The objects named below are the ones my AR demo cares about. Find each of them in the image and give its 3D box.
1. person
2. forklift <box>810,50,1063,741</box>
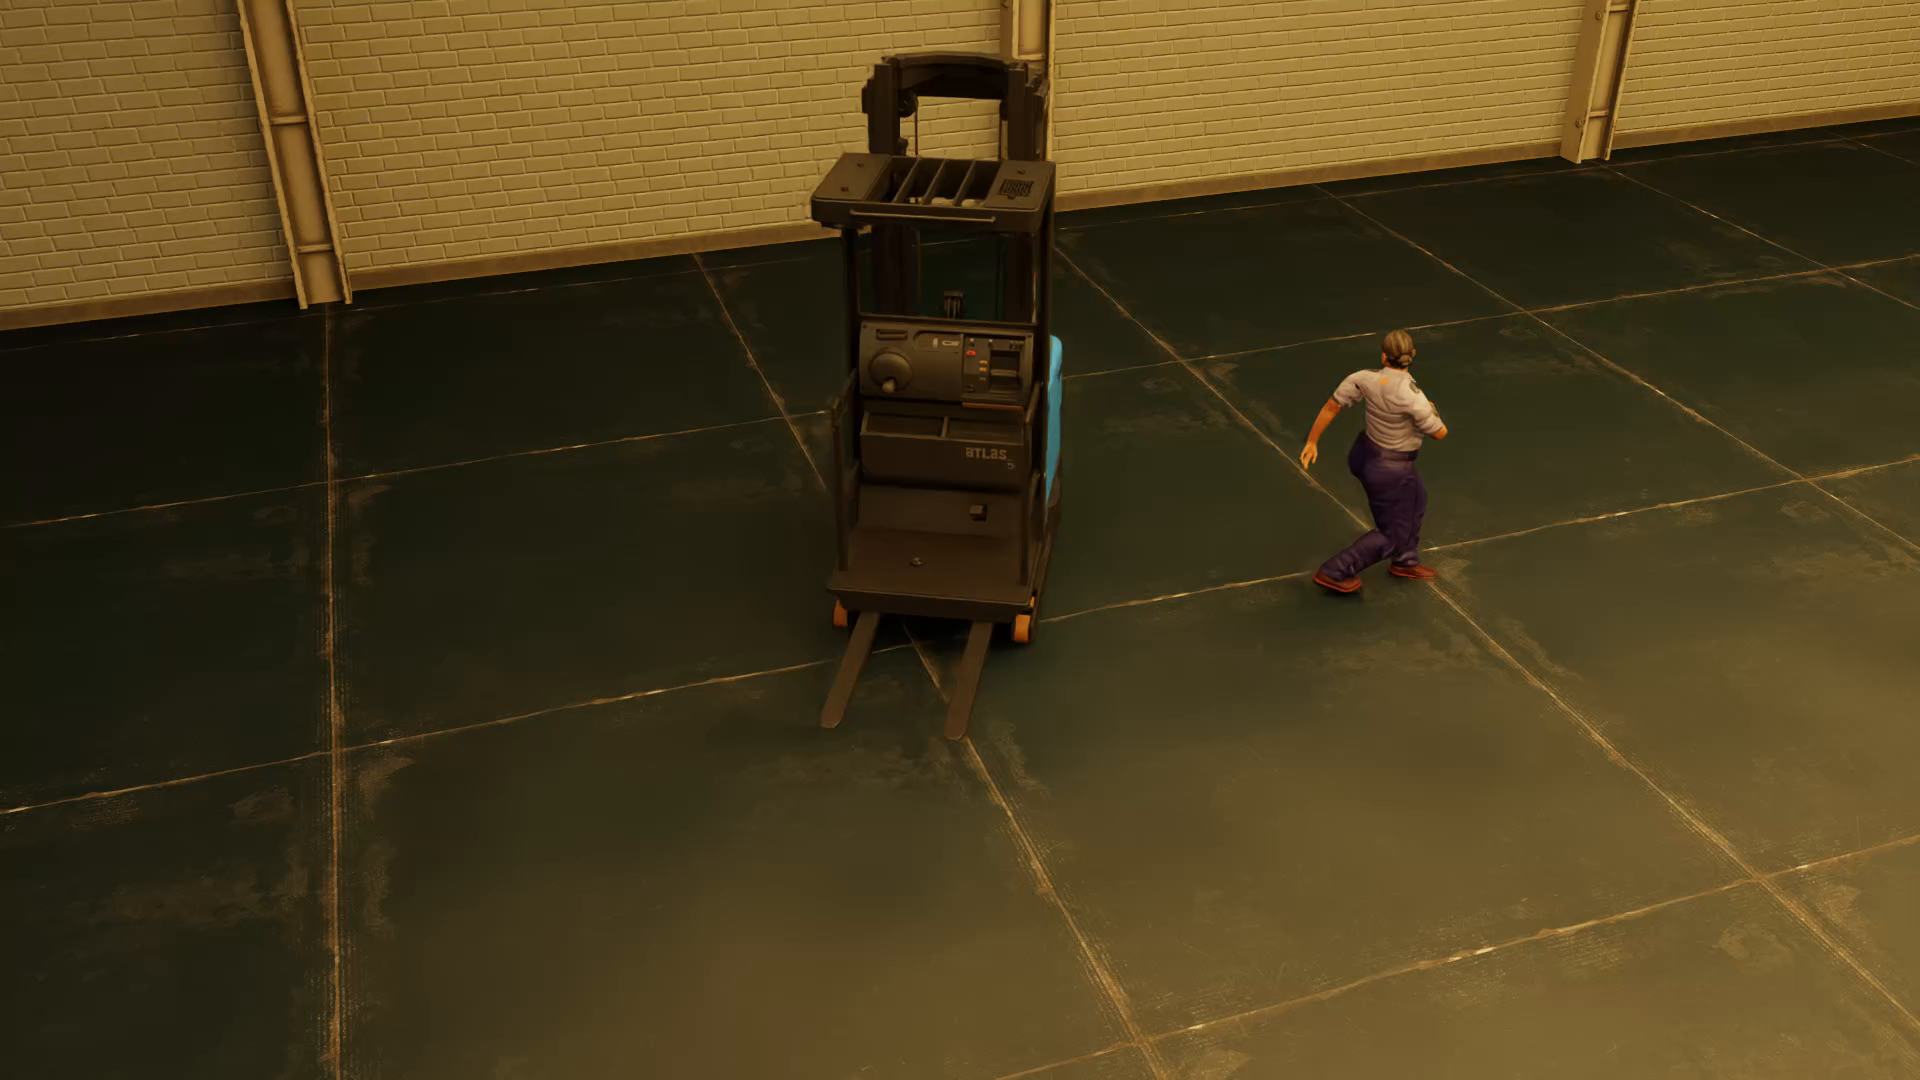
[{"bbox_3d":[2.366,-0.425,9.236,0.854,1.574,0.509,-9,31,-15],"label":"person"},{"bbox_3d":[-0.106,-0.895,8.643,1.130,2.935,3.031,4,30,8],"label":"forklift"}]
